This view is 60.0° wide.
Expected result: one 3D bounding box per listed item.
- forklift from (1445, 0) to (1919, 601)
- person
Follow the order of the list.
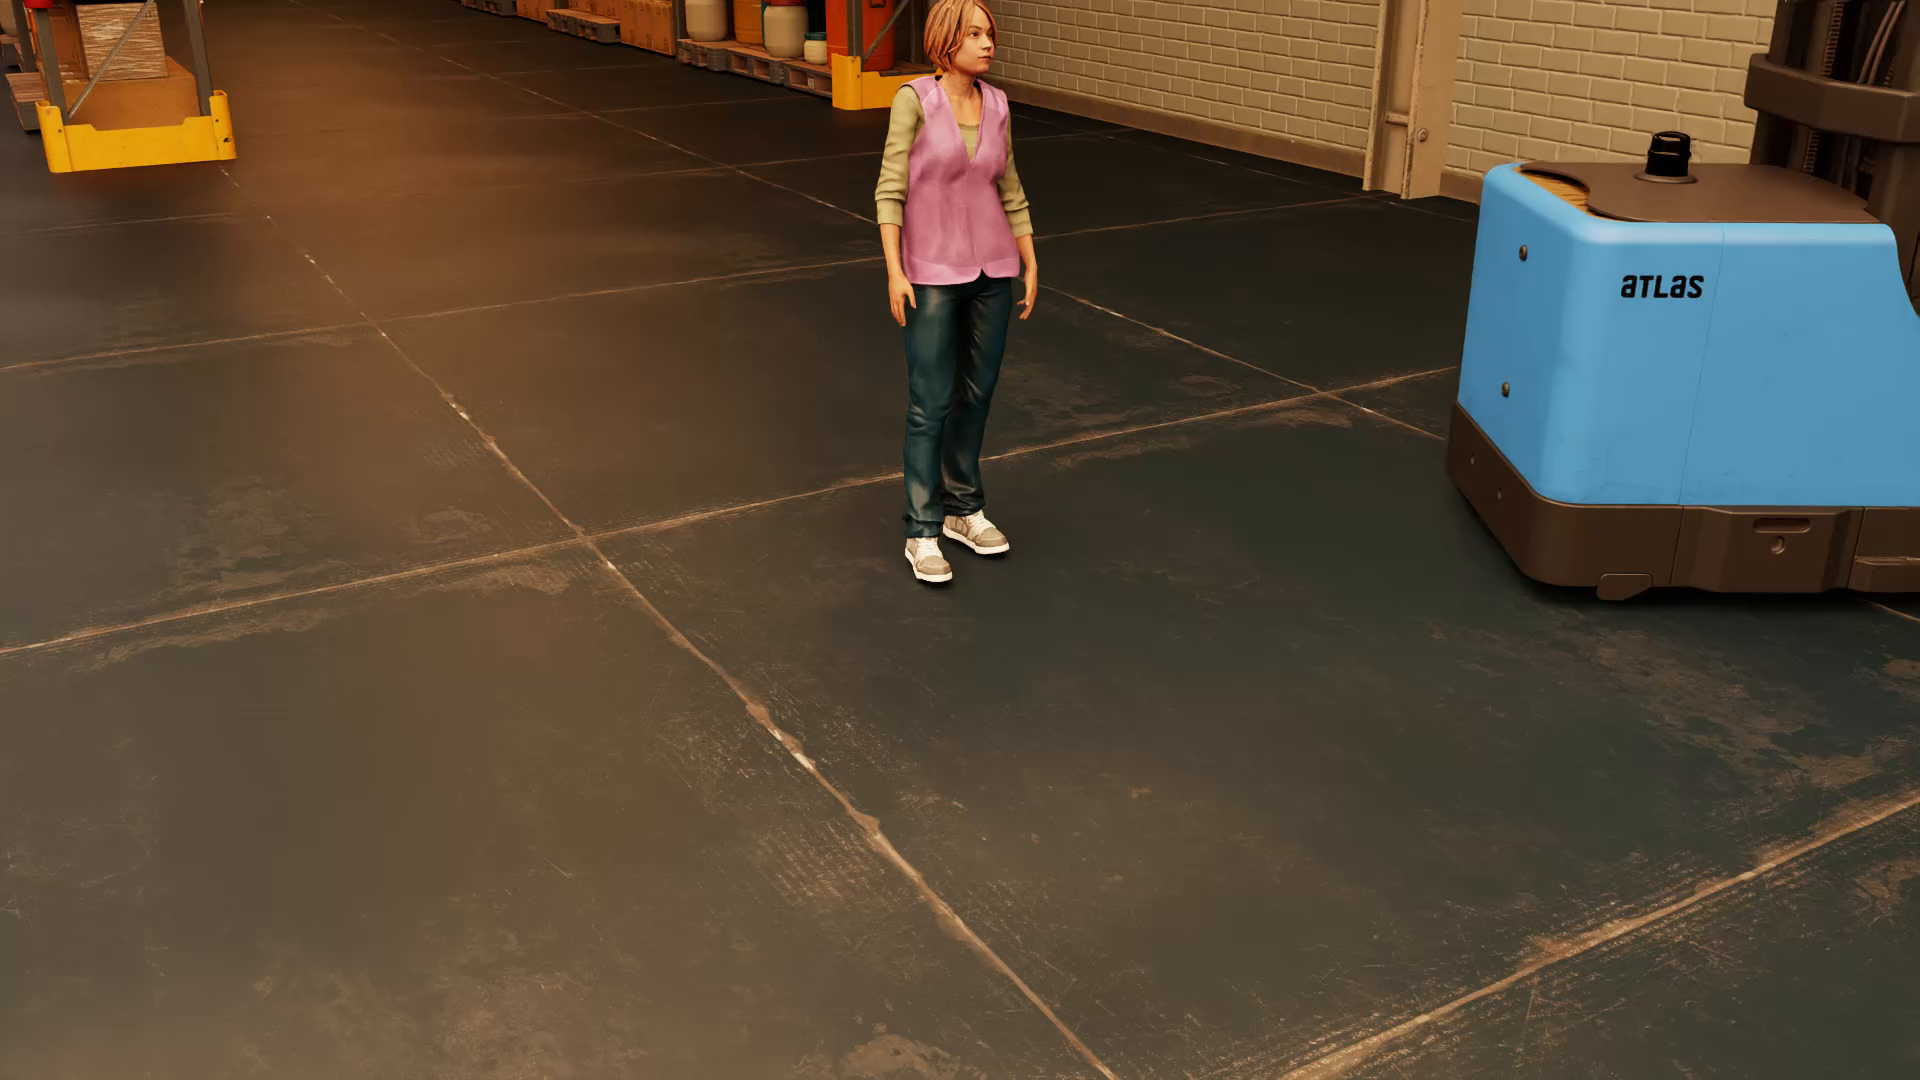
[{"bbox_3d":[3.116,-1.350,4.563,3.031,2.935,1.130,0,22,1],"label":"forklift"},{"bbox_3d":[0.025,-0.717,4.764,0.520,1.593,0.476,-12,25,-28],"label":"person"}]
